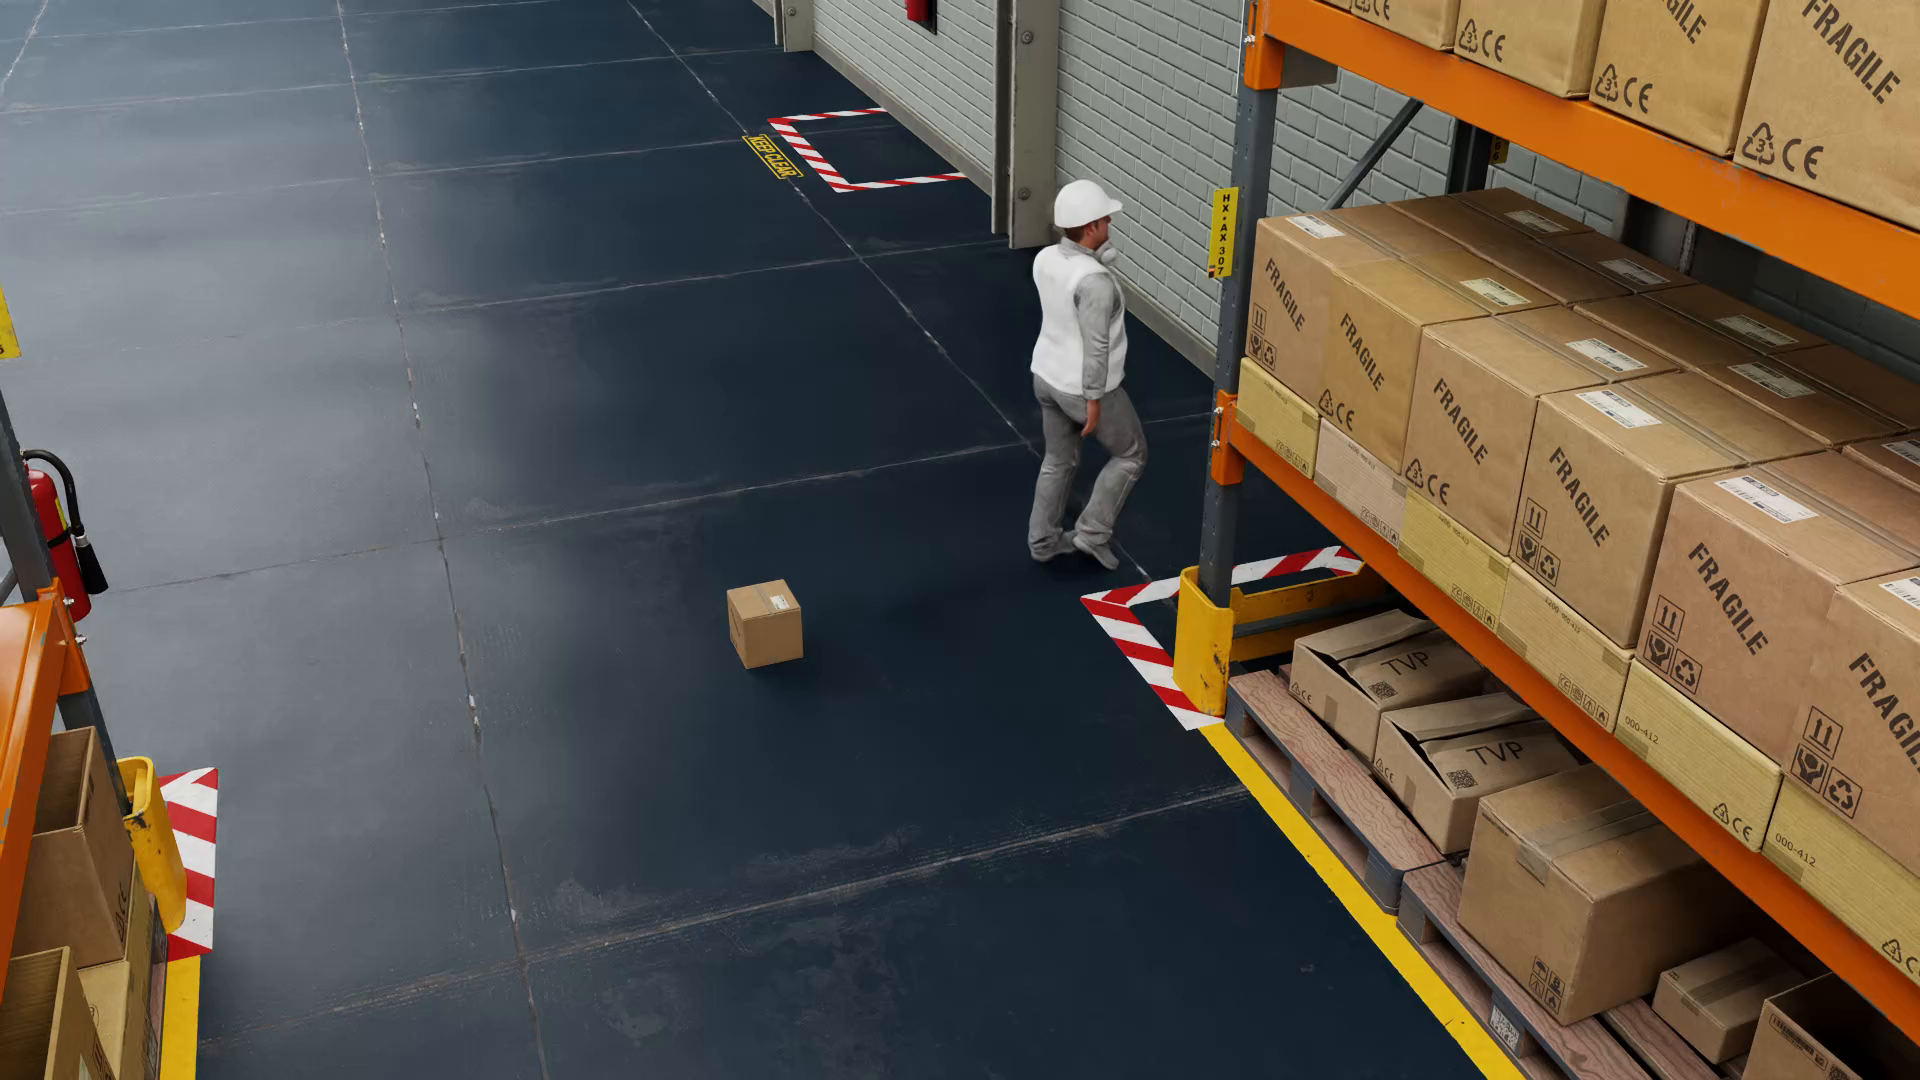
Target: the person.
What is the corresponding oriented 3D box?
[{"bbox_3d":[0.546,-0.693,7.316,0.501,1.816,0.547,-17,34,-27],"label":"person"}]
